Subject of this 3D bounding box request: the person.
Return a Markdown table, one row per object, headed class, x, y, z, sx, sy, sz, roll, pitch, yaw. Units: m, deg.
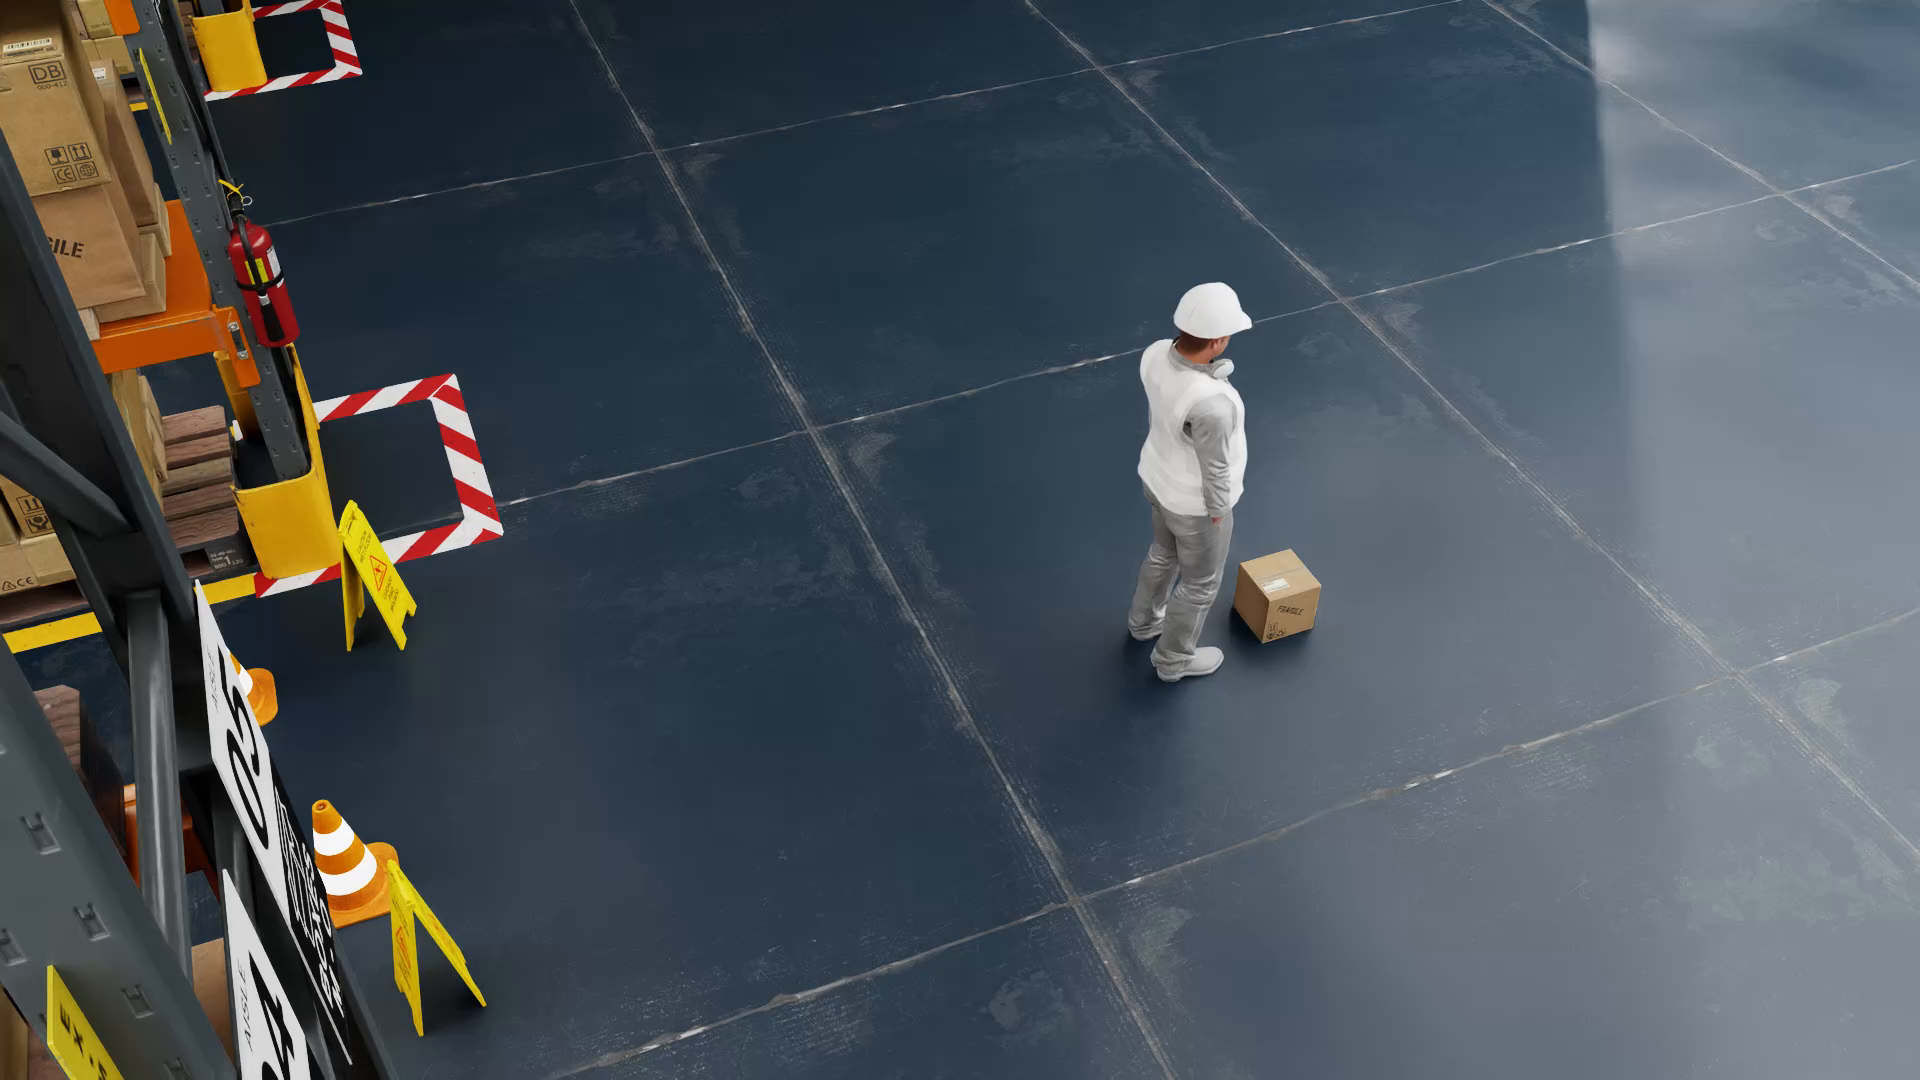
| class | x | y | z | sx | sy | sz | roll | pitch | yaw |
| --- | --- | --- | --- | --- | --- | --- | --- | --- | --- |
| person | 0.876 | -0.222 | 6.400 | 0.357 | 1.765 | 0.533 | -14 | 43 | -16 |
